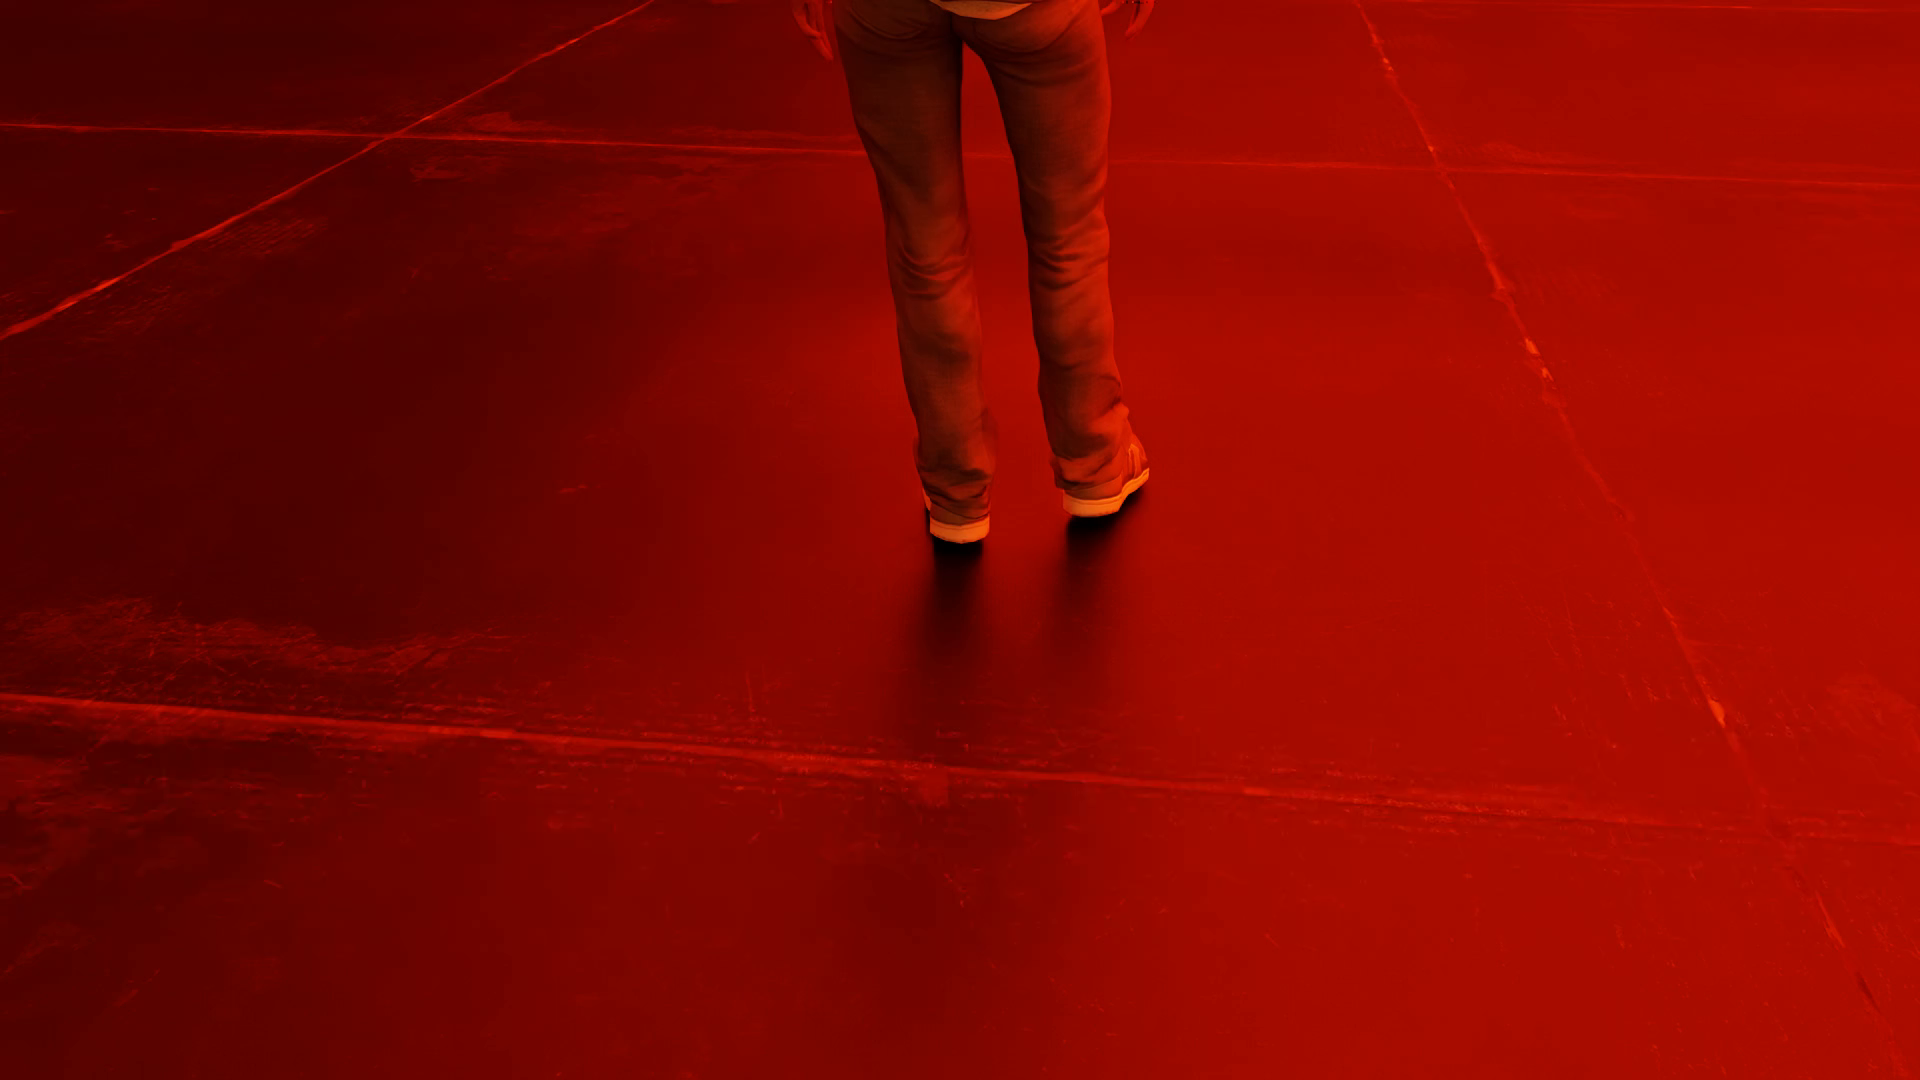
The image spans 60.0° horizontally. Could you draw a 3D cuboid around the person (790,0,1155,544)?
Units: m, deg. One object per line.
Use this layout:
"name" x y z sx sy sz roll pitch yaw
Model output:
"person" 0.024 -0.754 2.205 0.520 1.599 0.473 3 27 7
